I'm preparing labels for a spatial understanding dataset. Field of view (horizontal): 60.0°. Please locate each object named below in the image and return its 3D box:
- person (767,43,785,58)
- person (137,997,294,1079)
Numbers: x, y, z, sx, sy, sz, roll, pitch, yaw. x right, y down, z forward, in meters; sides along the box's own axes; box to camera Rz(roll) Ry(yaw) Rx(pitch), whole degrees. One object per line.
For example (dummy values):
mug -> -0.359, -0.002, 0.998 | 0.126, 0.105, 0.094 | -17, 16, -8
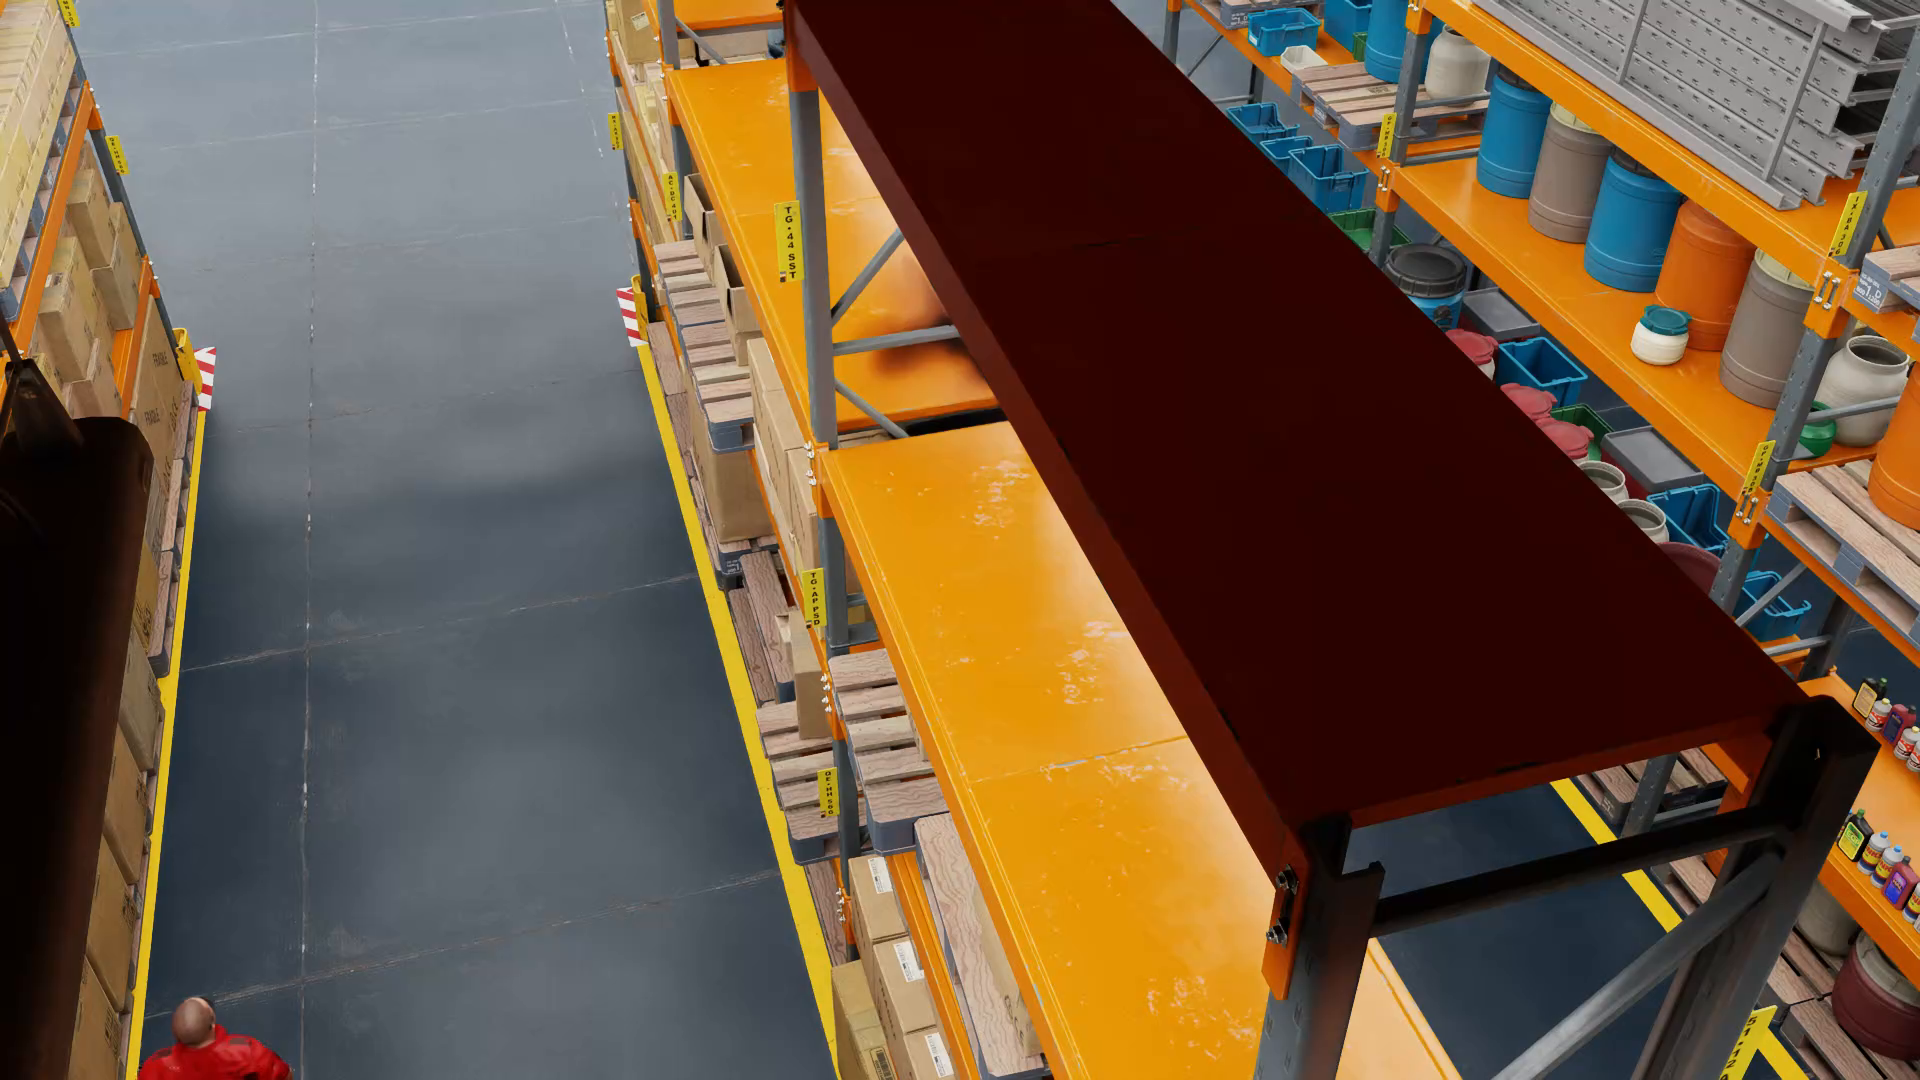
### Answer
person -> -2.317, -6.135, 19.315 | 0.680, 1.553, 0.542 | 6, 39, 8
person -> -3.359, 2.651, 7.688 | 0.674, 1.741, 0.541 | -9, 39, -12
